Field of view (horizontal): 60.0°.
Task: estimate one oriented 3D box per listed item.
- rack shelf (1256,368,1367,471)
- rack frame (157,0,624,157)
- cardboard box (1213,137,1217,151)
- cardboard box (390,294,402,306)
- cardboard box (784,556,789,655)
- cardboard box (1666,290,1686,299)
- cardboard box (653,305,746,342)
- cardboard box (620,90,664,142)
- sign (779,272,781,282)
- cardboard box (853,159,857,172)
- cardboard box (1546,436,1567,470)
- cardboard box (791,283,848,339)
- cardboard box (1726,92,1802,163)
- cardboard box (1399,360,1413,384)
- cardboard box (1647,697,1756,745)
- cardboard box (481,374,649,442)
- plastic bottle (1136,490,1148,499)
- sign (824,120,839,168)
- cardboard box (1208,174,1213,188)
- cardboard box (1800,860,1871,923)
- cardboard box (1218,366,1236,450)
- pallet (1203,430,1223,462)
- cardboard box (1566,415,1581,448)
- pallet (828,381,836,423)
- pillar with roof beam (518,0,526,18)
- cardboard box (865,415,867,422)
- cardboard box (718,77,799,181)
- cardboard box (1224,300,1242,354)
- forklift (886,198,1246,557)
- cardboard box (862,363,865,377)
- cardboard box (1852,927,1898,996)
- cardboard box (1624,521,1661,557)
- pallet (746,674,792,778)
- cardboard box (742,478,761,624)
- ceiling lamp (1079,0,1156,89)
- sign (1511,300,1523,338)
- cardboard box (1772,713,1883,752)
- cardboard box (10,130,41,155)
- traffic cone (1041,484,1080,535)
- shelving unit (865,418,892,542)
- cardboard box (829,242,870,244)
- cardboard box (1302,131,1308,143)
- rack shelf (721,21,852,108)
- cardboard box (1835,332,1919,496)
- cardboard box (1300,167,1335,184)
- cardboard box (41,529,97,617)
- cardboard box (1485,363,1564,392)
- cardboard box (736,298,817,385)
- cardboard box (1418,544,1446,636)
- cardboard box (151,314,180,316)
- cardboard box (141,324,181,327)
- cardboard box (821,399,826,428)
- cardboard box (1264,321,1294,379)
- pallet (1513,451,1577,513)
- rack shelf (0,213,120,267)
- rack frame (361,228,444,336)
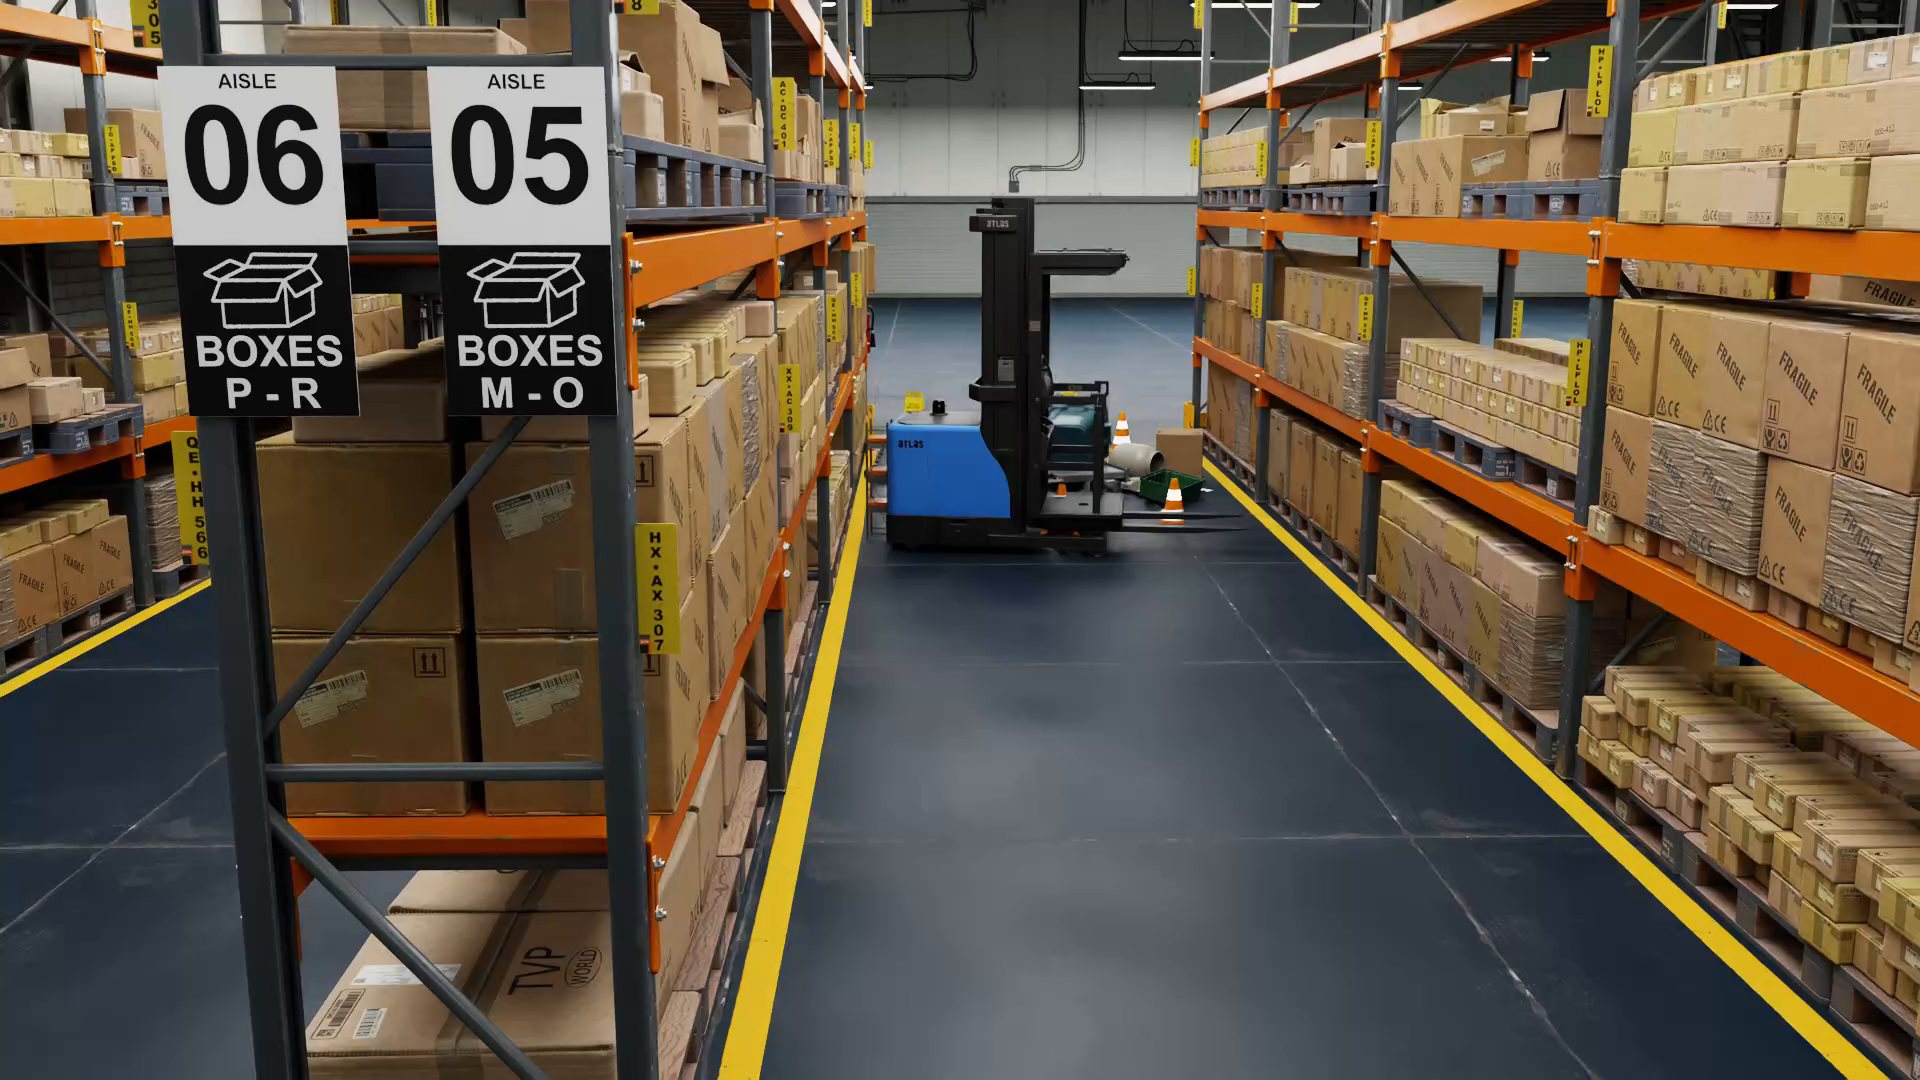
[{"bbox_3d":[3.451,-1.092,14.205,1.077,0.370,4.000,0,11,-1],"label":"rack shelf"},{"bbox_3d":[-1.290,-2.356,3.539,1.000,3.000,0.127,0,11,-1],"label":"rack frame"},{"bbox_3d":[3.030,-4.411,18.531,0.380,0.149,0.250,0,11,-1],"label":"cardboard box"},{"bbox_3d":[-6.245,-2.620,18.044,0.380,0.149,0.250,0,11,-1],"label":"cardboard box"},{"bbox_3d":[-1.492,0.322,9.716,0.875,0.875,0.875,0,11,0],"label":"cardboard box"},{"bbox_3d":[8.369,-2.524,18.457,0.875,0.500,0.500,0,11,-1],"label":"cardboard box"},{"bbox_3d":[-1.151,-0.955,7.325,0.380,0.149,0.250,0,11,0],"label":"cardboard box"},{"bbox_3d":[-1.082,-1.235,4.882,0.380,0.149,0.250,0,11,1],"label":"cardboard box"},{"bbox_3d":[-2.163,-3.018,19.716,0.100,0.325,0.005,0,11,-1],"label":"sign"},{"bbox_3d":[-1.228,-3.759,16.628,0.380,0.149,0.250,0,11,-2],"label":"cardboard box"},{"bbox_3d":[3.362,-0.464,8.877,0.380,0.149,0.250,0,11,-1],"label":"cardboard box"},{"bbox_3d":[-1.299,-2.111,15.365,0.500,0.500,0.500,0,11,-2],"label":"cardboard box"},{"bbox_3d":[3.347,-1.597,6.464,0.500,0.250,0.500,0,11,0],"label":"cardboard box"},{"bbox_3d":[3.301,-1.178,11.650,0.380,0.149,0.250,0,11,1],"label":"cardboard box"},{"bbox_3d":[3.375,0.823,7.577,0.380,0.149,0.250,0,11,-2],"label":"cardboard box"},{"bbox_3d":[-1.020,-0.345,4.316,0.380,0.149,0.250,0,11,0],"label":"cardboard box"},{"bbox_3d":[1.895,-0.450,16.625,0.133,0.061,0.283,-7,13,-30],"label":"plastic bottle"},{"bbox_3d":[-0.900,-2.769,11.620,0.100,0.325,0.005,0,11,-1],"label":"sign"},{"bbox_3d":[3.024,-4.069,18.850,0.380,0.149,0.250,0,11,-1],"label":"cardboard box"},{"bbox_3d":[3.325,1.279,6.075,0.380,0.149,0.250,0,11,0],"label":"cardboard box"},{"bbox_3d":[3.427,-1.492,18.657,0.875,0.875,0.875,0,11,-2],"label":"cardboard box"},{"bbox_3d":[3.421,-1.112,19.508,1.003,0.211,1.213,0,11,-1],"label":"pallet"},{"bbox_3d":[3.369,-0.558,8.594,0.380,0.149,0.250,0,11,1],"label":"cardboard box"},{"bbox_3d":[-1.576,-1.053,12.690,1.213,0.211,1.003,0,11,-1],"label":"pallet"},{"bbox_3d":[-3.413,-7.776,30.257,9.100,9.000,0.548,0,11,-1],"label":"pillar with roof beam"},{"bbox_3d":[-1.334,-1.290,19.235,0.500,0.250,0.500,0,11,-1],"label":"cardboard box"},{"bbox_3d":[-1.101,-2.112,8.575,0.500,0.500,0.500,0,11,-2],"label":"cardboard box"},{"bbox_3d":[3.351,-2.311,18.027,0.875,0.550,0.500,0,11,-1],"label":"cardboard box"},{"bbox_3d":[0.926,-1.409,14.134,3.031,2.935,1.130,1,12,6],"label":"forklift"},{"bbox_3d":[-1.268,-1.909,18.768,0.380,0.149,0.250,0,11,0],"label":"cardboard box"},{"bbox_3d":[3.394,1.479,5.841,0.380,0.149,0.250,0,11,-1],"label":"cardboard box"},{"bbox_3d":[3.333,-0.020,7.744,0.380,0.149,0.250,0,11,1],"label":"cardboard box"},{"bbox_3d":[-1.464,1.002,9.087,1.003,0.211,1.213,0,11,-1],"label":"pallet"},{"bbox_3d":[-1.066,0.033,6.600,0.500,0.500,0.500,0,11,-2],"label":"cardboard box"},{"bbox_3d":[4.127,-13.479,43.686,2.000,3.185,0.800,0,11,-1],"label":"ceiling lamp"},{"bbox_3d":[4.034,-1.579,12.087,0.100,0.325,0.005,0,11,-1],"label":"sign"},{"bbox_3d":[3.827,0.870,7.345,0.380,0.149,0.250,0,11,1],"label":"cardboard box"},{"bbox_3d":[-6.159,-2.550,10.668,0.380,0.149,0.250,-1,11,-3],"label":"cardboard box"},{"bbox_3d":[0.893,-0.264,14.696,0.336,0.463,0.334,0,11,-1],"label":"traffic cone"},{"bbox_3d":[-0.701,-0.520,14.484,0.215,1.050,0.252,1,12,6],"label":"shelving unit"},{"bbox_3d":[-1.391,-3.181,19.178,0.700,0.500,0.500,-1,11,-3],"label":"cardboard box"},{"bbox_3d":[3.719,-4.111,17.051,0.380,0.149,0.250,0,11,-1],"label":"cardboard box"},{"bbox_3d":[-1.496,-3.795,13.449,1.077,0.370,4.000,0,11,-1],"label":"rack shelf"},{"bbox_3d":[3.369,-0.435,5.645,0.500,0.500,0.500,0,11,2],"label":"cardboard box"},{"bbox_3d":[3.183,-3.236,14.747,0.250,0.149,0.380,0,11,-1],"label":"cardboard box"},{"bbox_3d":[-6.194,0.217,11.177,0.500,0.500,0.500,0,11,-2],"label":"cardboard box"},{"bbox_3d":[3.345,-0.964,9.845,0.380,0.149,0.250,-1,11,-4],"label":"cardboard box"},{"bbox_3d":[-1.160,-1.243,10.375,0.500,0.500,0.500,0,11,-1],"label":"cardboard box"},{"bbox_3d":[3.281,0.316,10.687,0.500,0.500,0.500,-1,11,-3],"label":"cardboard box"},{"bbox_3d":[-6.744,-1.873,14.364,0.380,0.149,0.250,0,11,-1],"label":"cardboard box"},{"bbox_3d":[-6.221,-1.622,13.128,0.380,0.149,0.250,0,11,-1],"label":"cardboard box"},{"bbox_3d":[-1.185,-0.833,11.499,0.500,0.250,0.500,-1,11,-3],"label":"cardboard box"},{"bbox_3d":[3.151,-1.785,15.562,0.500,0.500,0.500,0,11,-1],"label":"cardboard box"},{"bbox_3d":[3.704,-0.310,9.025,1.003,0.211,1.213,0,11,-1],"label":"pallet"},{"bbox_3d":[-6.376,-1.705,9.684,1.077,0.370,4.000,0,11,-1],"label":"rack shelf"},{"bbox_3d":[-6.583,-2.575,19.709,1.000,3.000,0.127,0,11,-1],"label":"rack frame"}]
